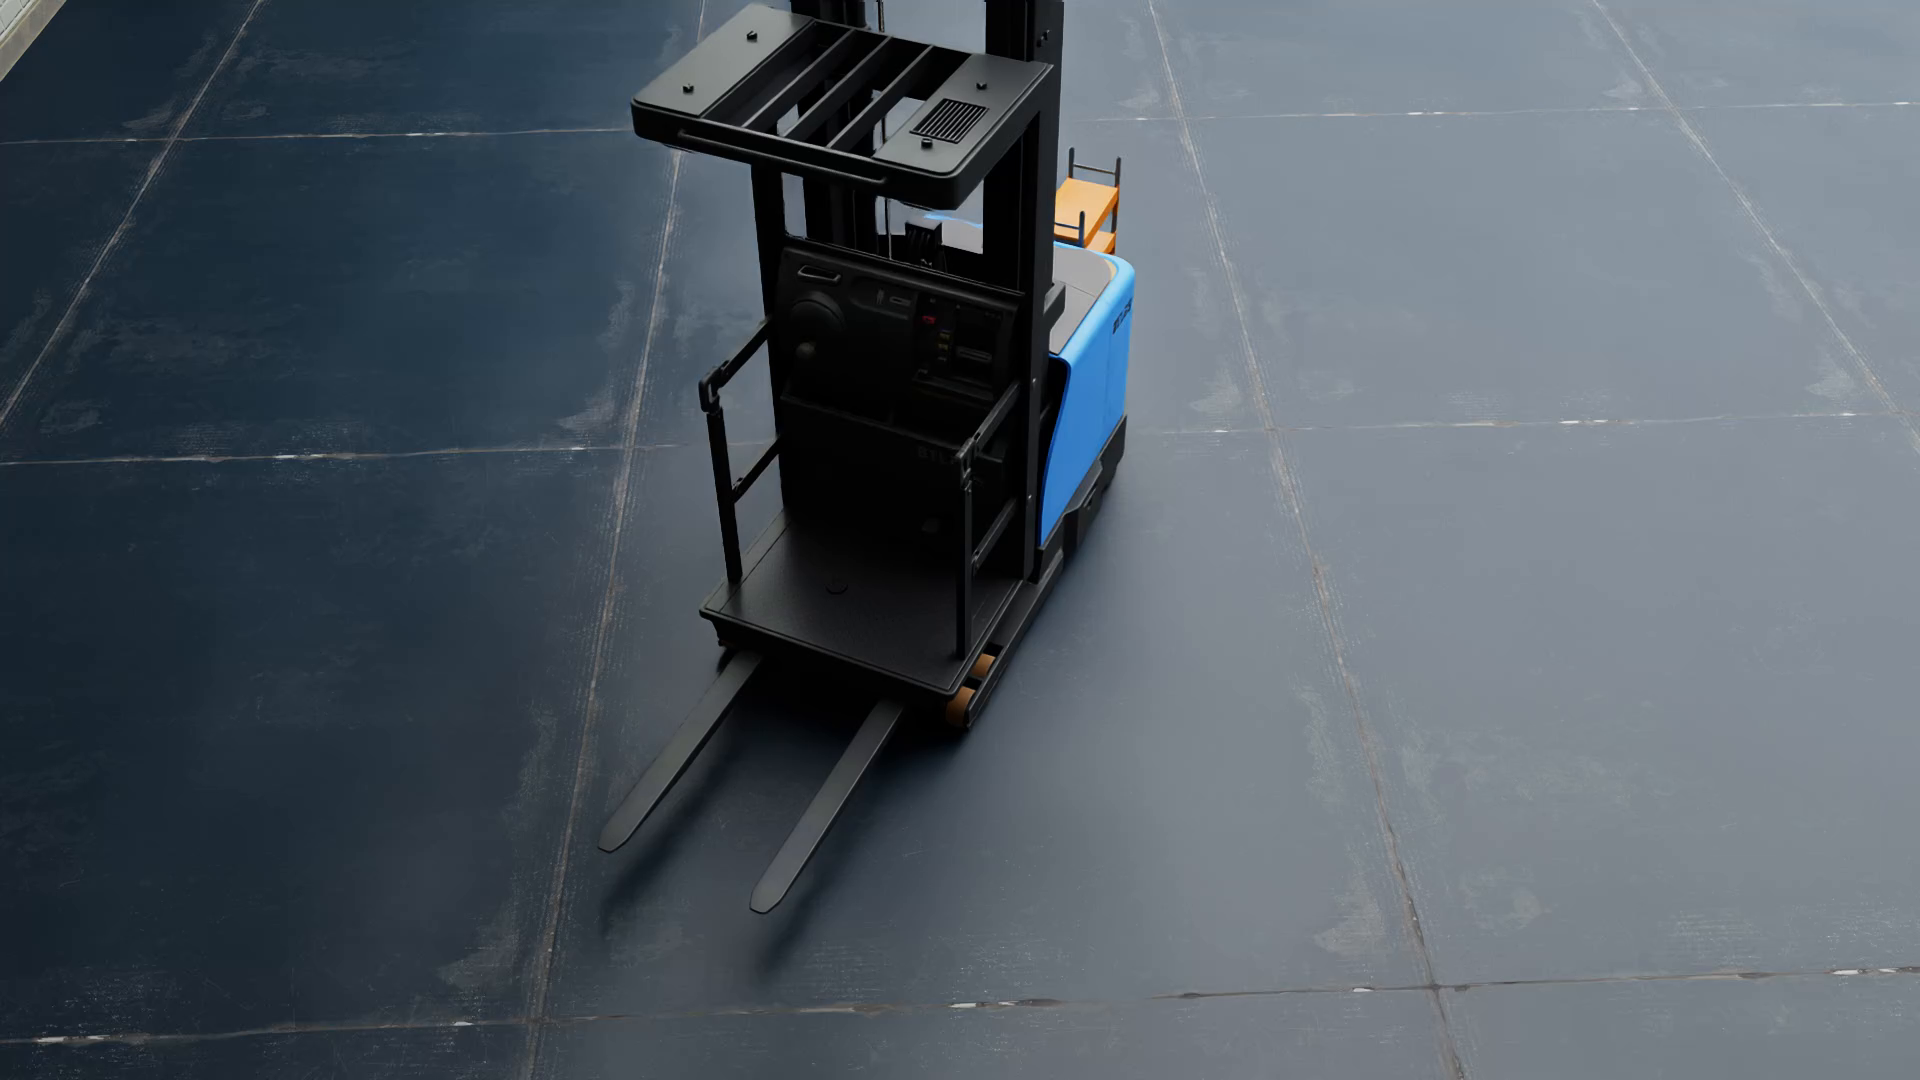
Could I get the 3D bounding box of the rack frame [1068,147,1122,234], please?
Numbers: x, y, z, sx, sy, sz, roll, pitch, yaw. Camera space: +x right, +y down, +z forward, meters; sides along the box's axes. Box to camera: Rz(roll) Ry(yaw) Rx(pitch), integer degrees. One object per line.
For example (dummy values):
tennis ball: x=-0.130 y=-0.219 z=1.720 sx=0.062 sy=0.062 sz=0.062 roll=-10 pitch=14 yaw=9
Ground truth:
rack frame: x=0.599 y=-1.267 z=7.744 sx=0.240 sy=1.200 sz=0.015 roll=16 pitch=45 yaw=16

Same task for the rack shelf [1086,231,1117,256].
rack shelf: x=0.506 y=-1.230 z=7.472 sx=0.258 sy=0.148 sz=0.480 roll=16 pitch=45 yaw=16

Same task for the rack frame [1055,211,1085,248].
rack frame: x=0.413 y=-0.962 z=7.411 sx=0.240 sy=1.200 sz=0.015 roll=16 pitch=45 yaw=16

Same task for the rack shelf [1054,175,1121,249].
rack shelf: x=0.506 y=-1.404 z=7.312 sx=0.258 sy=0.148 sz=0.480 roll=16 pitch=45 yaw=16

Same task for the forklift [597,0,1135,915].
forklift: x=-0.326 y=-0.688 z=5.832 sx=1.130 sy=2.935 sz=3.031 roll=17 pitch=45 yaw=18

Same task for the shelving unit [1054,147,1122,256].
shelving unit: x=0.506 y=-1.114 z=7.578 sx=0.258 sy=1.200 sz=0.503 roll=16 pitch=45 yaw=16
